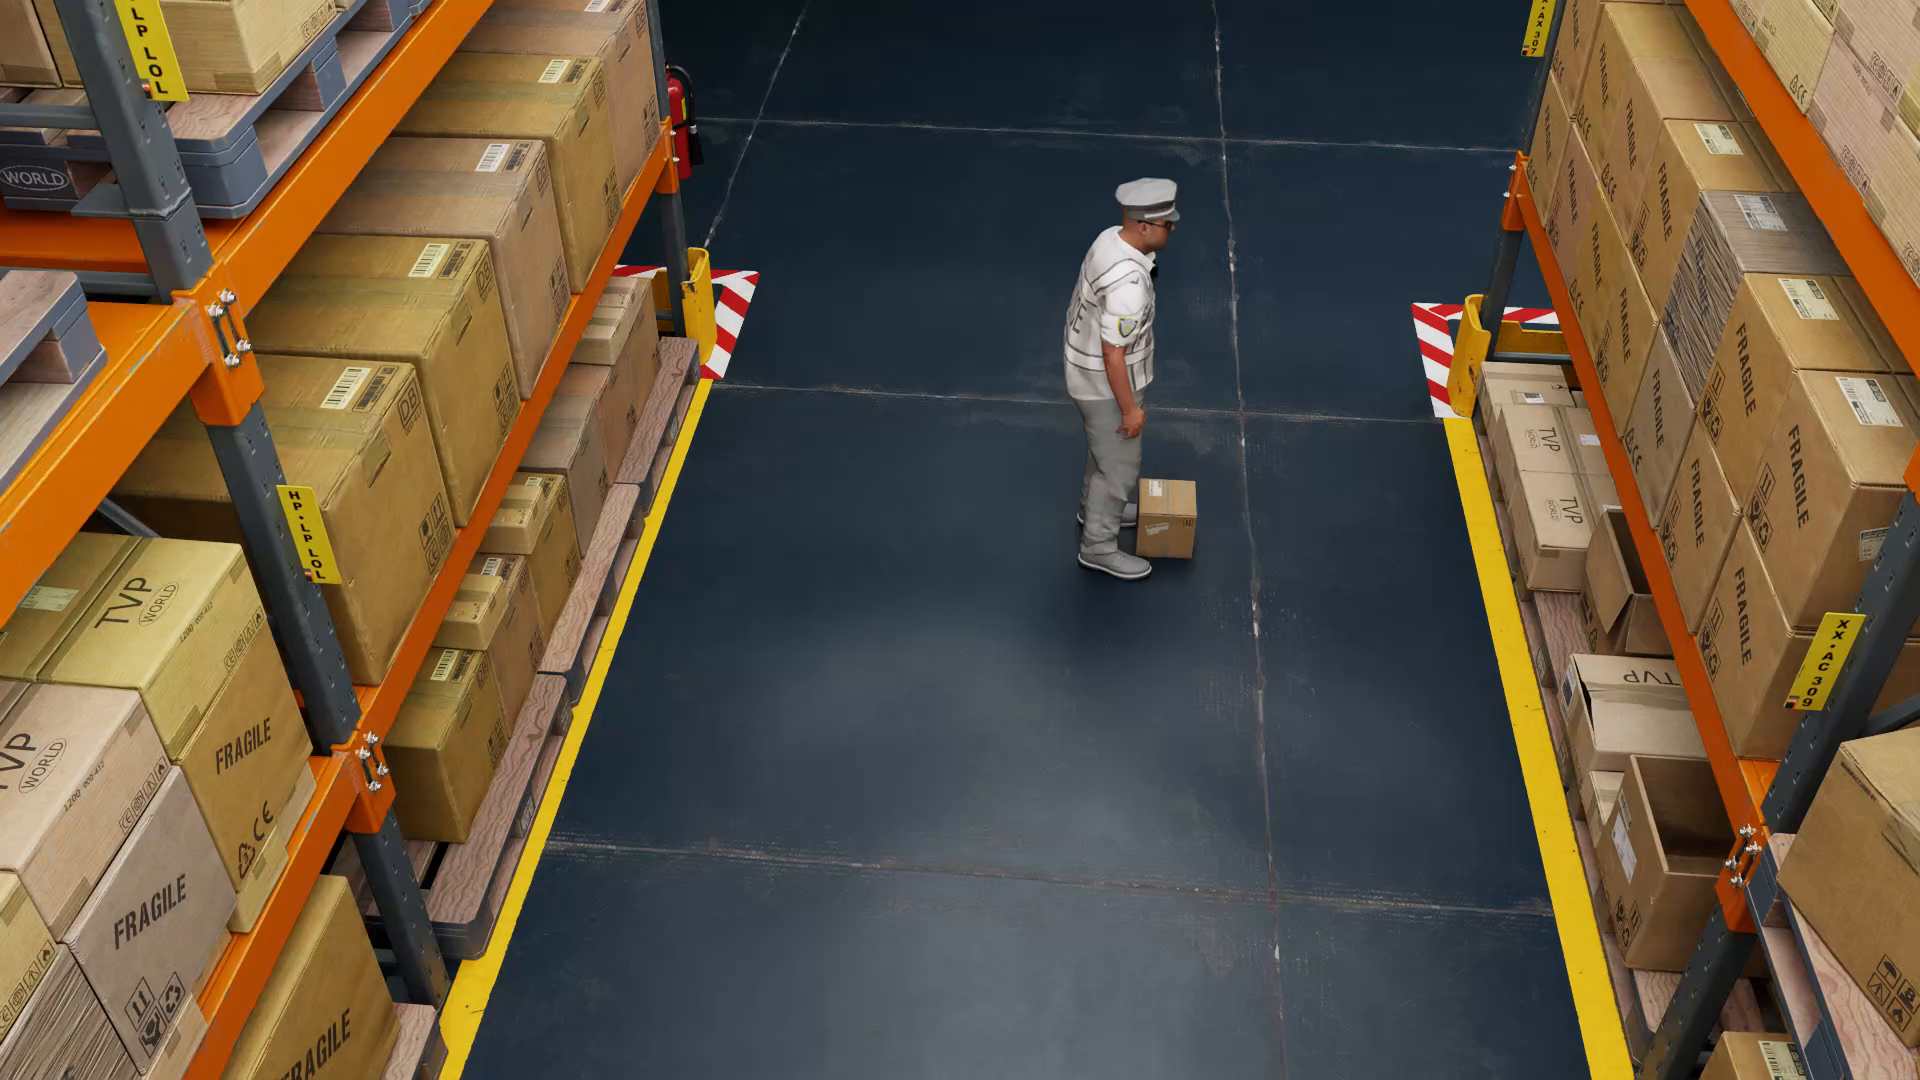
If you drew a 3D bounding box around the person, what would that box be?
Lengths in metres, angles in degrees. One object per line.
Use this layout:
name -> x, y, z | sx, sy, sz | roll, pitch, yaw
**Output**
person -> 0.646, -0.687, 6.974 | 0.429, 1.749, 0.600 | 2, 40, 2
